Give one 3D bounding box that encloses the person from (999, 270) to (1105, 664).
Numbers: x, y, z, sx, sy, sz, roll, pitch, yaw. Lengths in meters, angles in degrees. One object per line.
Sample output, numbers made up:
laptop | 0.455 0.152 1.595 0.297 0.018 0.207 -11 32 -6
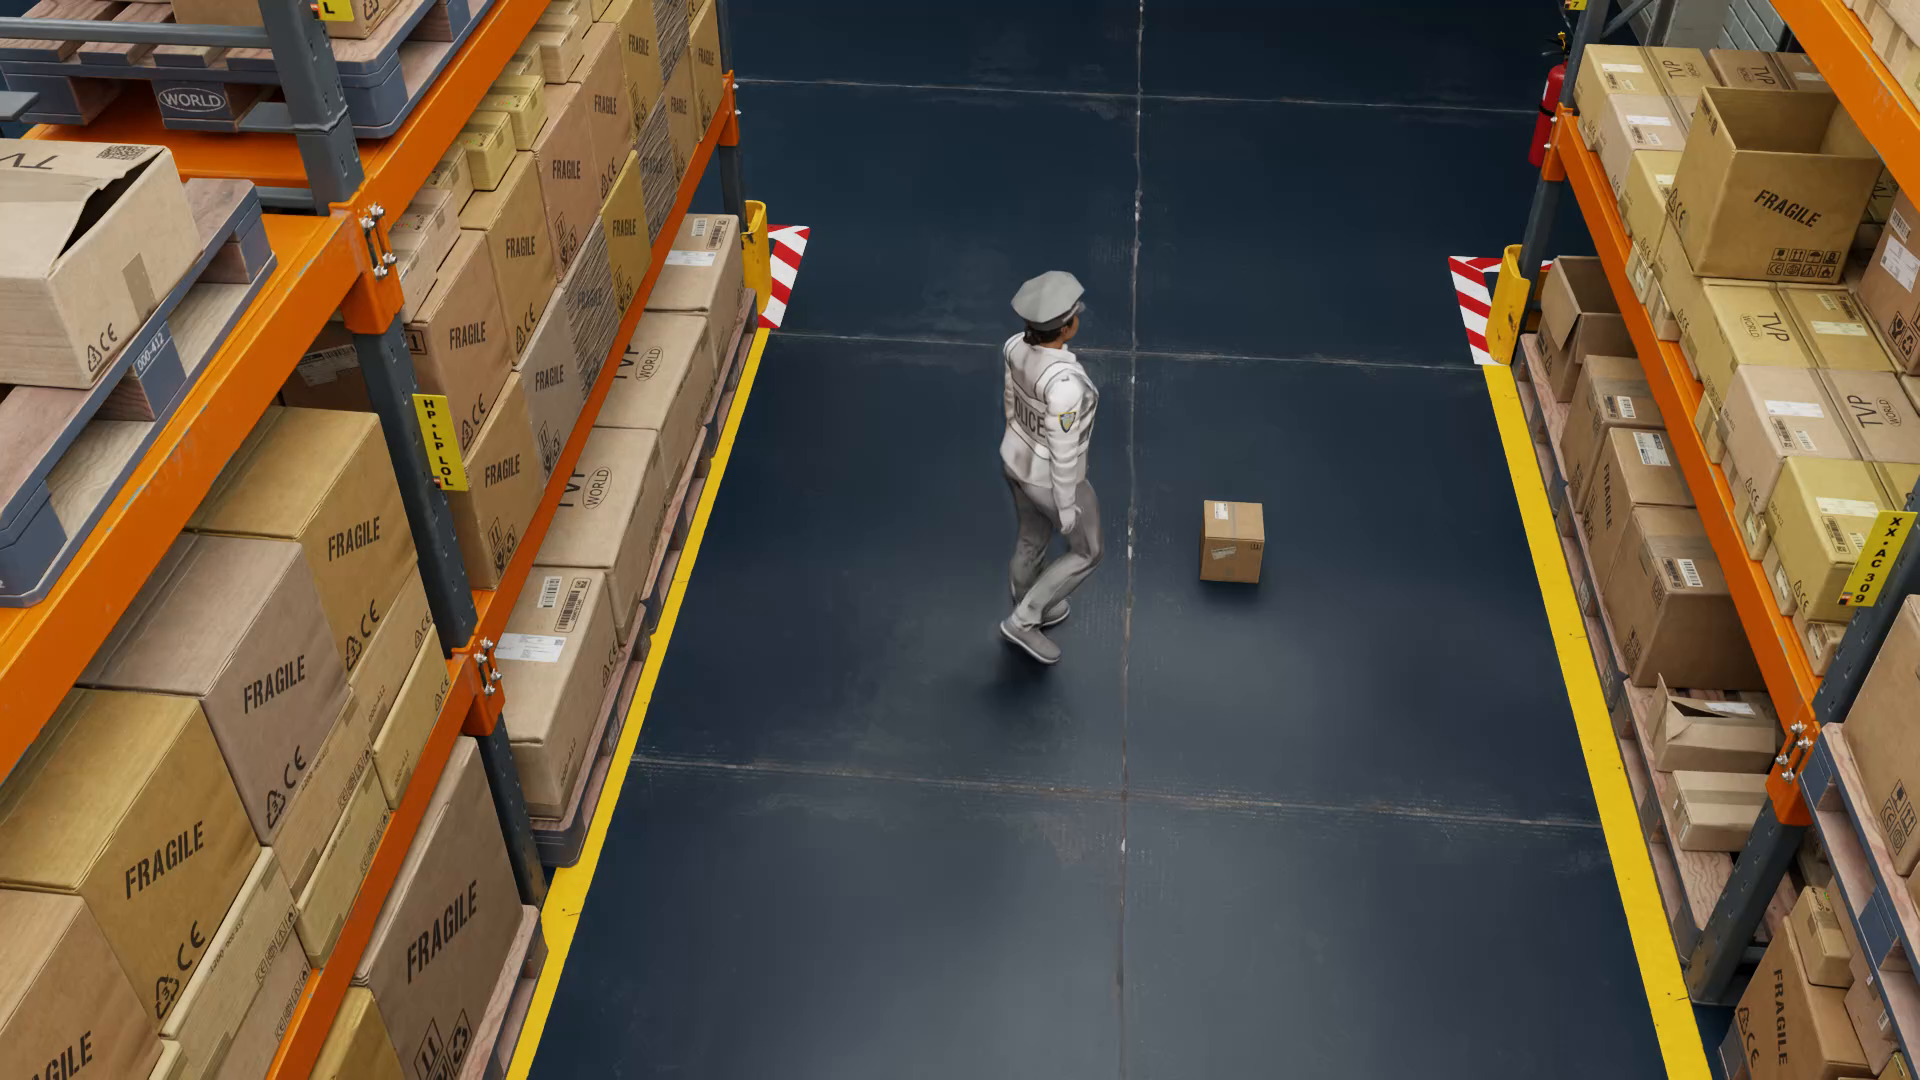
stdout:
person | 0.299 -0.258 6.438 0.440 1.683 0.523 -19 44 -21
